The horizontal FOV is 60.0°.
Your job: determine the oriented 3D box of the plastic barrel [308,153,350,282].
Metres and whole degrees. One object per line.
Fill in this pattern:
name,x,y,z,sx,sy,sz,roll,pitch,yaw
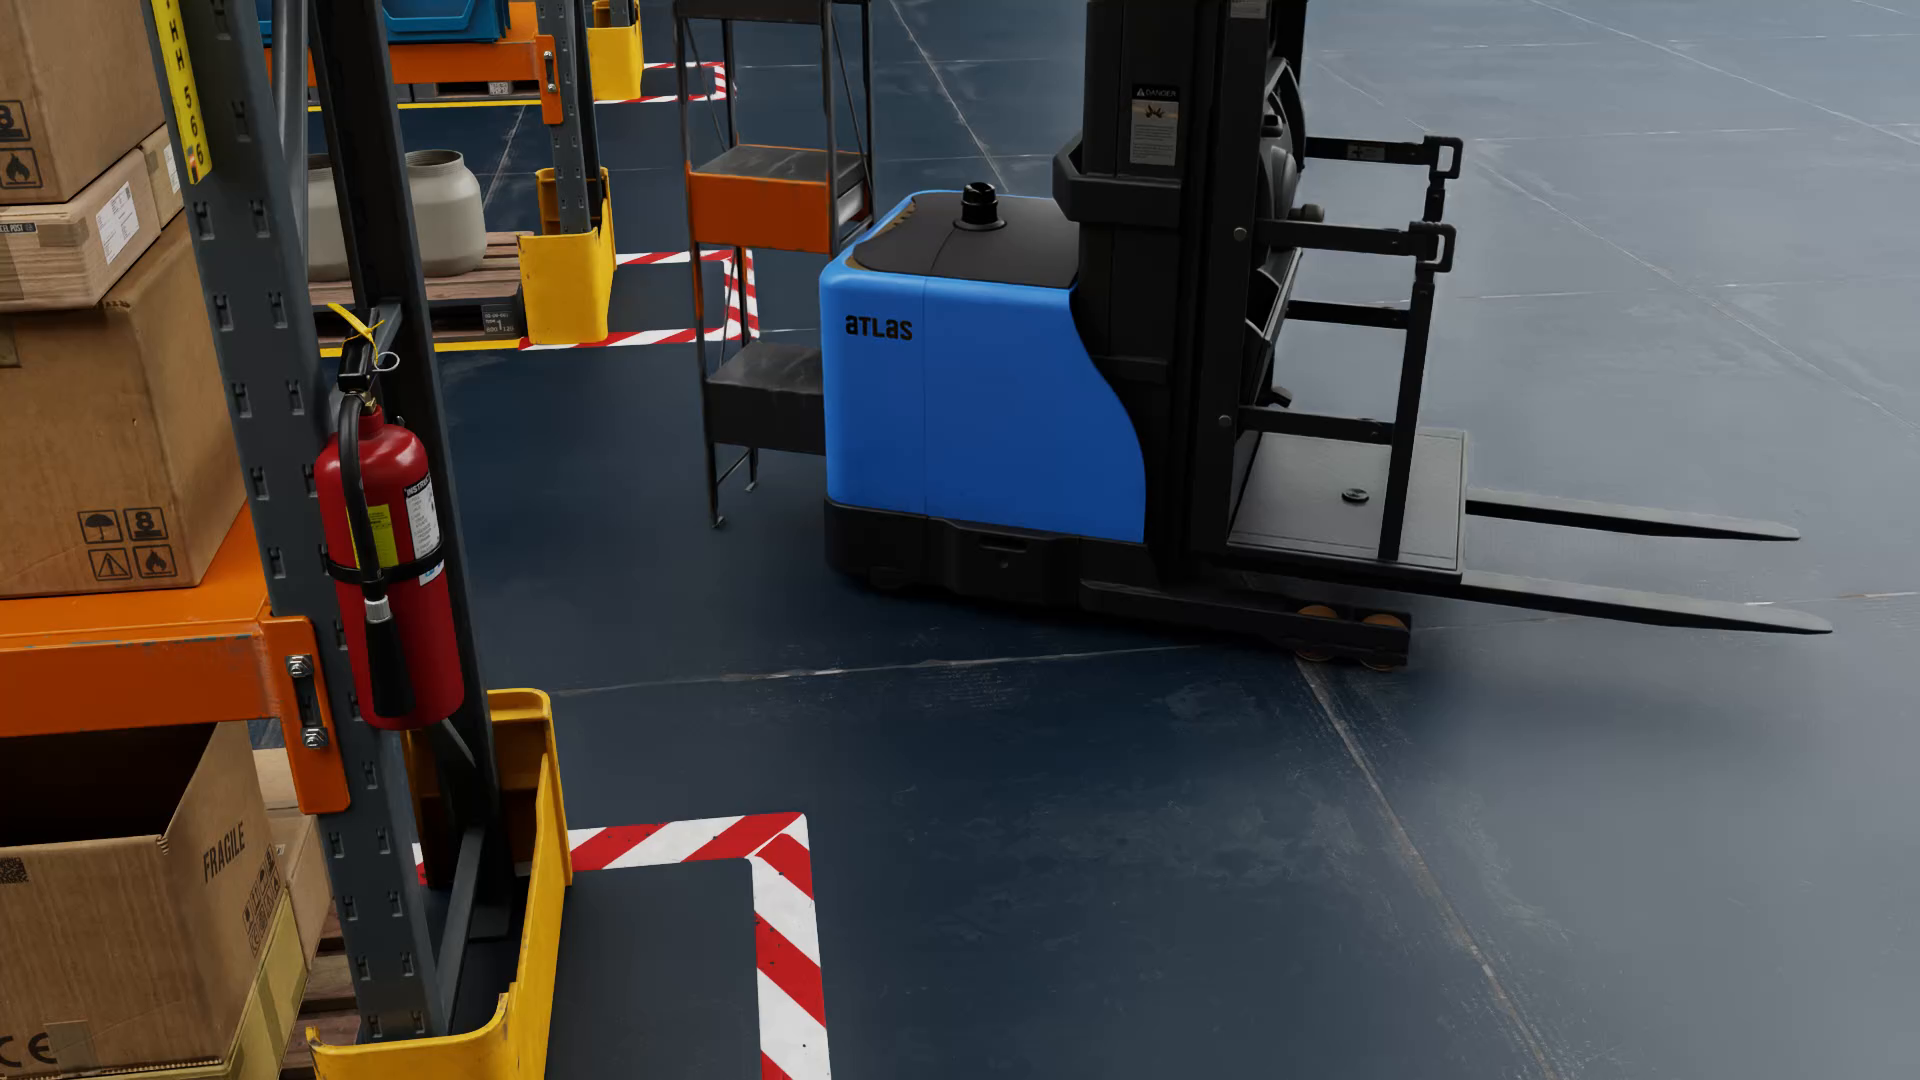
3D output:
plastic barrel,-2.912,-1.475,7.604,0.421,0.512,0.421,0,27,0

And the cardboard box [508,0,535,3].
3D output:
cardboard box,-3.086,-3.785,12.118,0.500,0.500,0.500,1,27,2

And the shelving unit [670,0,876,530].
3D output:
shelving unit,-0.577,-1.027,5.452,0.503,2.100,0.431,8,28,14

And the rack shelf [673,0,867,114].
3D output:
rack shelf,-0.577,-1.638,5.139,0.480,0.518,0.431,8,28,14

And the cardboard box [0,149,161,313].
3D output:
cardboard box,-1.440,-0.486,2.592,0.250,0.149,0.380,-4,27,-8

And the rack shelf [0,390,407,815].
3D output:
rack shelf,-3.069,0.184,2.894,4.000,0.370,1.077,-4,27,-7

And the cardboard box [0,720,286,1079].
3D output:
cardboard box,-1.578,0.608,3.010,0.500,0.500,0.500,-4,27,-7

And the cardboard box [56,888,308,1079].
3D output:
cardboard box,-1.578,0.941,3.183,0.500,0.250,0.500,-4,27,-7

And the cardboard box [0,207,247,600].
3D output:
cardboard box,-1.552,-0.284,2.908,0.500,0.500,0.700,-4,27,-7

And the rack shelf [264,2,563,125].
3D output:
rack shelf,-3.755,-2.056,7.259,4.000,0.370,1.077,-4,27,-7

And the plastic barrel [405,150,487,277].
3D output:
plastic barrel,-2.416,-1.507,7.666,0.421,0.512,0.421,0,27,0

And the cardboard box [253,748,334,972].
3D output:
cardboard box,-1.650,0.707,3.639,0.500,0.250,0.500,-4,27,-7

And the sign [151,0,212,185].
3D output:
sign,-1.027,-0.638,2.180,0.005,0.325,0.100,-4,27,-7

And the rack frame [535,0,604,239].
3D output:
rack frame,-1.775,-2.503,7.342,0.127,3.000,1.000,-4,27,-7

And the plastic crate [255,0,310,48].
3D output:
plastic crate,-2.873,-2.231,6.975,0.408,0.251,0.499,-4,27,-7

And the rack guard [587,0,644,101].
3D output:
rack guard,-2.540,-3.625,12.267,0.348,0.500,1.175,-4,27,-7

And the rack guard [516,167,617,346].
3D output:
rack guard,-1.843,-1.365,7.862,0.348,0.500,1.175,-4,27,-7

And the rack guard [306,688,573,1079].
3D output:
rack guard,-1.065,0.847,3.552,0.348,0.500,1.175,-4,27,-7

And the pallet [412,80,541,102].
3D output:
pallet,-3.349,-3.461,12.264,1.213,0.211,1.003,-4,27,-7

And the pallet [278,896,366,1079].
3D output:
pallet,-1.840,1.045,3.483,1.213,0.211,1.003,-4,27,-7

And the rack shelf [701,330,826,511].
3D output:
rack shelf,-0.577,-0.392,5.778,0.480,0.518,0.431,8,28,14

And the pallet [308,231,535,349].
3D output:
pallet,-2.649,-1.187,7.832,1.213,0.211,1.003,-4,27,-7

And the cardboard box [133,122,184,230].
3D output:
cardboard box,-1.507,-0.669,2.948,0.250,0.149,0.380,-4,27,-7

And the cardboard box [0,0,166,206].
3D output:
cardboard box,-1.605,-0.858,2.606,0.500,0.500,0.700,-4,27,-7

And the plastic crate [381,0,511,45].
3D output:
plastic crate,-2.229,-2.270,7.051,0.616,0.251,0.499,-4,27,-7

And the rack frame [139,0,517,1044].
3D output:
rack frame,-1.088,-0.264,2.978,0.127,3.000,1.000,-4,27,-7

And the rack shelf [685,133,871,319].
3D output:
rack shelf,-0.577,-1.015,5.459,0.480,0.518,0.431,8,28,14

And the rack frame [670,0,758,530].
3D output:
rack frame,-0.811,-1.058,5.513,0.015,2.100,0.400,8,28,14

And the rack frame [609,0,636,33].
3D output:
rack frame,-2.465,-4.742,11.706,0.127,3.000,1.000,-4,27,-7

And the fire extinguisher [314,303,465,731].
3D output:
fire extinguisher,-0.907,-0.027,2.601,0.183,0.674,0.296,-4,27,-7

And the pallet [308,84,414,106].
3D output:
pallet,-4.555,-3.385,12.116,1.213,0.211,1.003,-4,27,-7

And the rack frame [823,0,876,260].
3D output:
rack frame,-0.342,-0.996,5.392,0.015,2.100,0.400,8,28,14

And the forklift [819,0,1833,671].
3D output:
forklift,1.134,-1.183,4.844,3.031,2.935,1.130,8,28,14
